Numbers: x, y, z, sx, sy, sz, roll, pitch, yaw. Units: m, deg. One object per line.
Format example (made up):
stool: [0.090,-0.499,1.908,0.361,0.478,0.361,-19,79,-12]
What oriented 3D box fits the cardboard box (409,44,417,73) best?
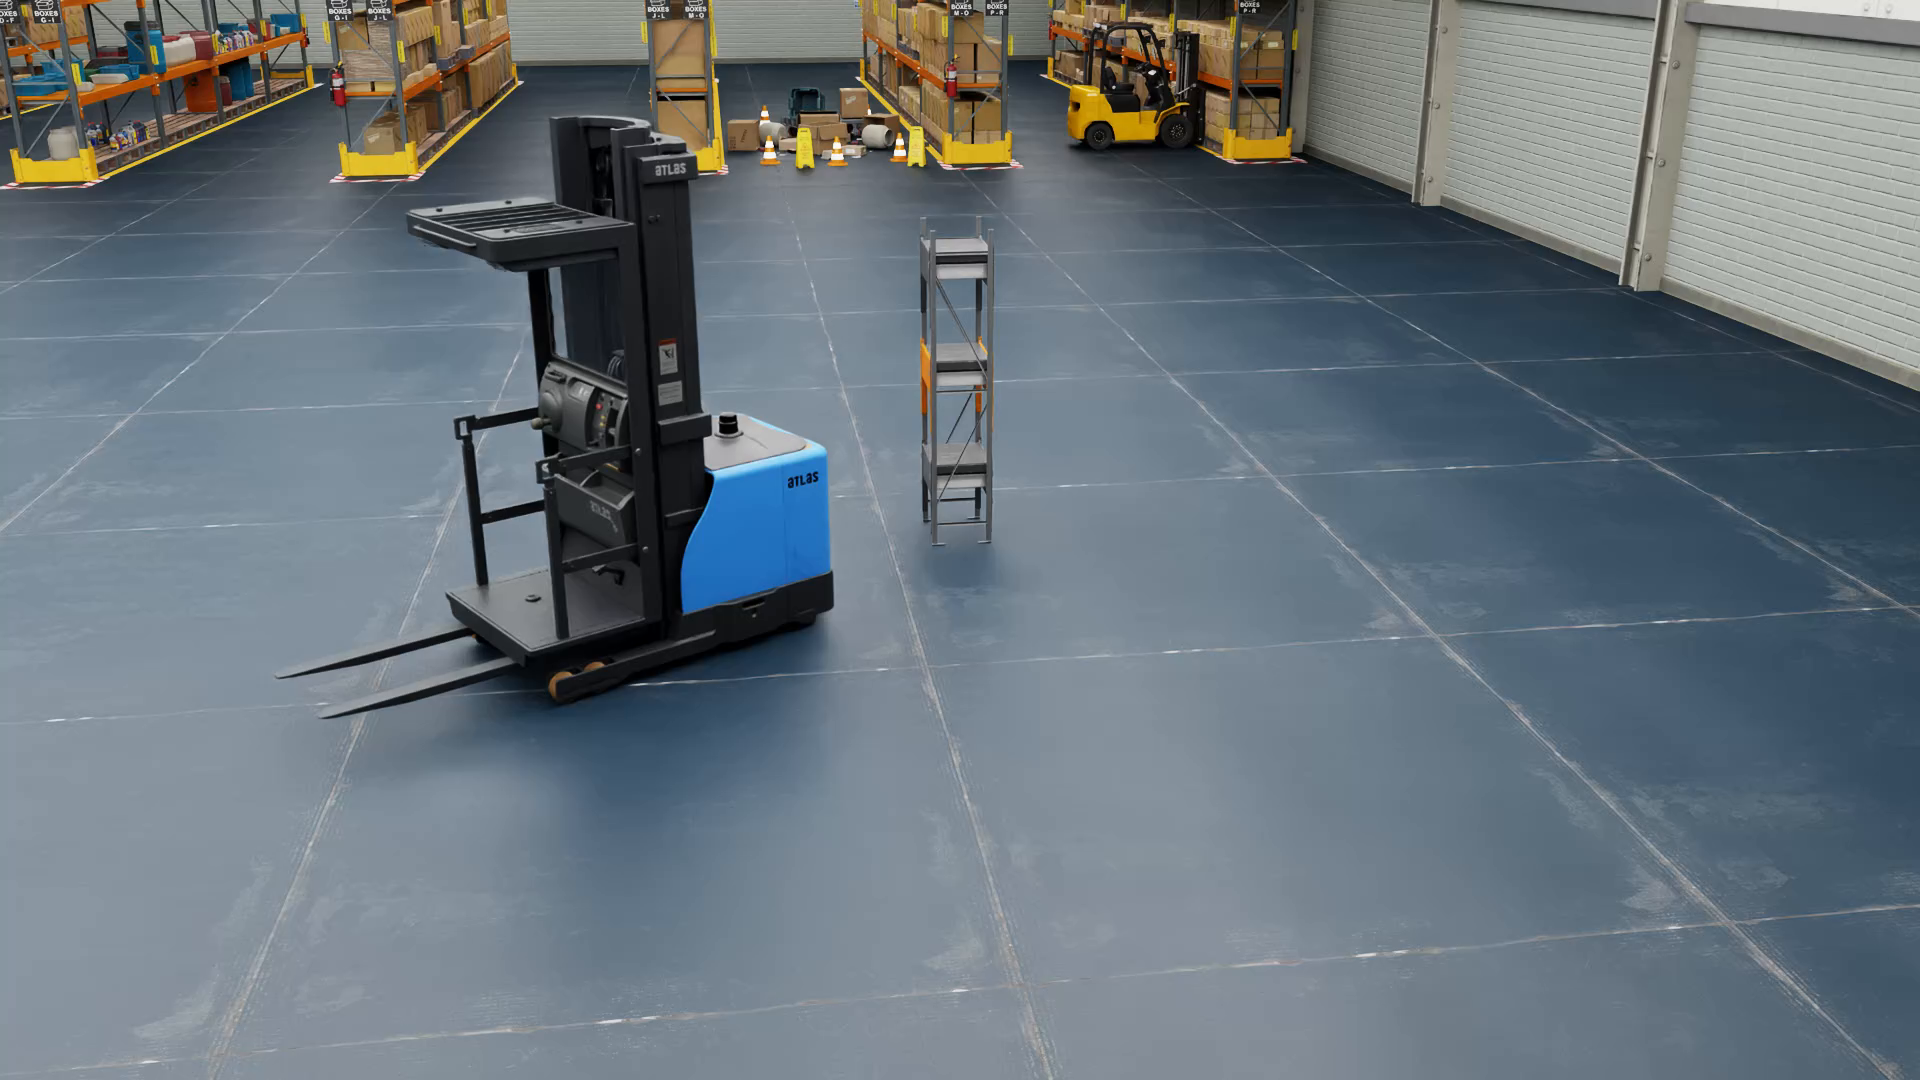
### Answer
cardboard box: [-9.838,-8.292,28.562,0.875,0.500,0.500,-3,21,-8]

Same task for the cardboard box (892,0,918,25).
cardboard box: [-1.185,-11.349,35.742,0.500,0.500,0.500,-3,21,-9]

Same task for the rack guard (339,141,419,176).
rack guard: [-9.516,-6.253,27.244,1.175,0.500,0.348,-3,21,-8]

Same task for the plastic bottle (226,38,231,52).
plastic bottle: [-15.423,-10.432,35.026,0.061,0.283,0.133,-3,21,-8]

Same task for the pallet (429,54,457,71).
pallet: [-10.048,-8.965,31.206,1.003,0.211,1.213,-3,21,-8]

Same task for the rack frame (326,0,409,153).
rack frame: [-9.505,-7.398,26.737,1.000,3.000,0.127,-3,21,-8]

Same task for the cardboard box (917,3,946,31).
cardboard box: [-0.426,-9.774,31.101,0.700,0.500,0.500,-3,21,-8]

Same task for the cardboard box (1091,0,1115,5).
cardboard box: [3.532,-13.254,41.132,0.500,0.500,0.500,-3,21,-9]

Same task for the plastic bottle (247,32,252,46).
plastic bottle: [-15.681,-11.050,36.682,0.061,0.283,0.133,-3,21,-8]

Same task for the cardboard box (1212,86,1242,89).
cardboard box: [5.046,-8.400,31.321,0.500,0.250,0.500,-3,21,-7]

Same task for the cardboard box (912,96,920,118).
cardboard box: [-0.460,-8.679,33.321,0.950,0.372,0.625,-2,21,-4]

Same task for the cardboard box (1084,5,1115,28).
cardboard box: [3.332,-12.369,39.303,0.700,0.500,0.500,-2,21,-6]

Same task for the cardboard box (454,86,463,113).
cardboard box: [-10.542,-8.972,33.895,0.700,0.500,0.500,-4,21,-11]

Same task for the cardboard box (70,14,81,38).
cardboard box: [-21.203,-12.165,39.358,0.500,0.500,0.500,-3,21,-7]

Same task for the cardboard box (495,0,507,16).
cardboard box: [-11.481,-13.203,40.996,0.500,0.500,0.500,-3,21,-7]

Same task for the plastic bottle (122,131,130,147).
plastic bottle: [-14.452,-6.943,28.789,0.097,0.271,0.097,0,20,0]

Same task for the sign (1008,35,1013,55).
sign: [0.839,-8.331,27.997,0.100,0.325,0.005,-3,21,-8]

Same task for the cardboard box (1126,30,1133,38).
cardboard box: [3.857,-10.916,35.656,0.500,0.250,0.500,-3,21,-8]

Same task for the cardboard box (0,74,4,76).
cardboard box: [-21.209,-9.910,36.405,0.500,0.500,0.500,-4,21,-10]

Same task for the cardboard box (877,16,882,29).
cardboard box: [-1.644,-12.050,38.692,0.500,0.250,0.500,-4,21,-9]

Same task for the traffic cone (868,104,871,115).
traffic cone: [-1.839,-8.453,33.187,0.336,0.463,0.334,-3,21,-8]

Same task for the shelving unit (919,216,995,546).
shelving unit: [-0.024,-1.041,11.002,0.431,2.100,0.503,-3,21,-8]

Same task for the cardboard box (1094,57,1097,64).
cardboard box: [3.388,-11.404,39.508,0.380,0.149,0.250,-3,21,-9]

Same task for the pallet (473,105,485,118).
pallet: [-10.697,-9.138,35.382,1.003,0.211,1.213,-3,21,-8]

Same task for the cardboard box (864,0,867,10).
cardboard box: [-2.136,-13.594,41.753,0.500,0.500,0.500,-3,21,-9]

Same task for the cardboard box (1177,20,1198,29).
cardboard box: [4.389,-9.899,31.938,0.380,0.149,0.250,-2,21,-7]

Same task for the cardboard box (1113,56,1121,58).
cardboard box: [3.865,-11.430,39.578,0.380,0.149,0.250,-3,21,-8]

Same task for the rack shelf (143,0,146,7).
rack shelf: [-15.271,-10.294,31.231,1.077,0.370,4.000,-3,21,-8]

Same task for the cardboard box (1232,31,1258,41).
cardboard box: [4.953,-8.753,28.869,0.380,0.149,0.250,-3,21,-8]

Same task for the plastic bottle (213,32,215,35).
plastic bottle: [-16.505,-11.100,36.815,0.061,0.283,0.133,-3,21,-8]

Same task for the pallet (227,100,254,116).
pallet: [-15.887,-9.304,35.825,1.003,0.211,1.213,-3,21,-8]

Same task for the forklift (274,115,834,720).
forklift: [-2.211,-0.709,8.925,3.031,2.935,1.130,-16,26,-37]

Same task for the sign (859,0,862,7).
sign: [-2.555,-13.854,42.672,0.100,0.325,0.005,-3,21,-8]

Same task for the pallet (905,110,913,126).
pallet: [-0.568,-8.669,34.126,1.003,0.211,1.213,-3,21,-8]

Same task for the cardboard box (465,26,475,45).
cardboard box: [-10.535,-10.575,35.100,0.500,0.500,0.500,-3,21,-9]

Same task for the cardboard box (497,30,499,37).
cardboard box: [-11.135,-12.003,39.425,0.380,0.149,0.250,-3,21,-7]

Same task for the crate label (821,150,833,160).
crate label: [-2.261,-6.736,29.055,0.250,0.136,0.298,-15,25,-35]

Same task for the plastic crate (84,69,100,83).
plastic crate: [-15.066,-7.950,28.516,0.450,0.188,0.662,-3,21,-8]

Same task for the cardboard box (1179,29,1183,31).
cardboard box: [4.422,-9.761,31.995,0.380,0.149,0.250,-3,21,-9]

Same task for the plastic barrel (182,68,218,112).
plastic barrel: [-15.647,-9.267,34.241,0.600,0.830,0.708,-3,21,-8]

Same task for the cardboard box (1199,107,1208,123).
cardboard box: [4.677,-7.797,30.420,0.500,0.250,0.500,-3,21,-9]

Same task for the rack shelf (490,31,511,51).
rack shelf: [-11.523,-11.908,39.841,1.077,0.370,4.000,-3,21,-8]

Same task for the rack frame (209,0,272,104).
rack frame: [-16.136,-11.303,37.192,1.000,3.000,0.127,-3,21,-8]

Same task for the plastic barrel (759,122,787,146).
plastic barrel: [-3.477,-7.476,30.627,0.512,0.421,0.421,12,24,30]

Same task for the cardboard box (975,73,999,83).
cardboard box: [0.458,-7.908,28.462,0.380,0.149,0.250,-3,21,-8]

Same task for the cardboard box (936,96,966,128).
cardboard box: [-0.150,-7.603,29.542,0.500,0.500,0.500,-2,21,-6]

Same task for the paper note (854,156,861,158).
paper note: [-1.804,-6.734,29.202,0.148,0.019,0.142,-11,23,-26]

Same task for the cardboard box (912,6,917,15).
cardboard box: [-0.740,-10.450,32.812,0.380,0.149,0.250,-4,21,-10]

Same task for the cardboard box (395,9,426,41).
cardboard box: [-9.600,-8.949,28.893,0.500,0.500,0.500,-3,21,-8]

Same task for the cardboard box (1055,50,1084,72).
cardboard box: [2.901,-12.500,43.364,0.797,0.503,0.637,-4,21,-10]

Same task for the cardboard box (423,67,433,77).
cardboard box: [-9.610,-8.348,29.639,0.380,0.149,0.250,-3,21,-8]
